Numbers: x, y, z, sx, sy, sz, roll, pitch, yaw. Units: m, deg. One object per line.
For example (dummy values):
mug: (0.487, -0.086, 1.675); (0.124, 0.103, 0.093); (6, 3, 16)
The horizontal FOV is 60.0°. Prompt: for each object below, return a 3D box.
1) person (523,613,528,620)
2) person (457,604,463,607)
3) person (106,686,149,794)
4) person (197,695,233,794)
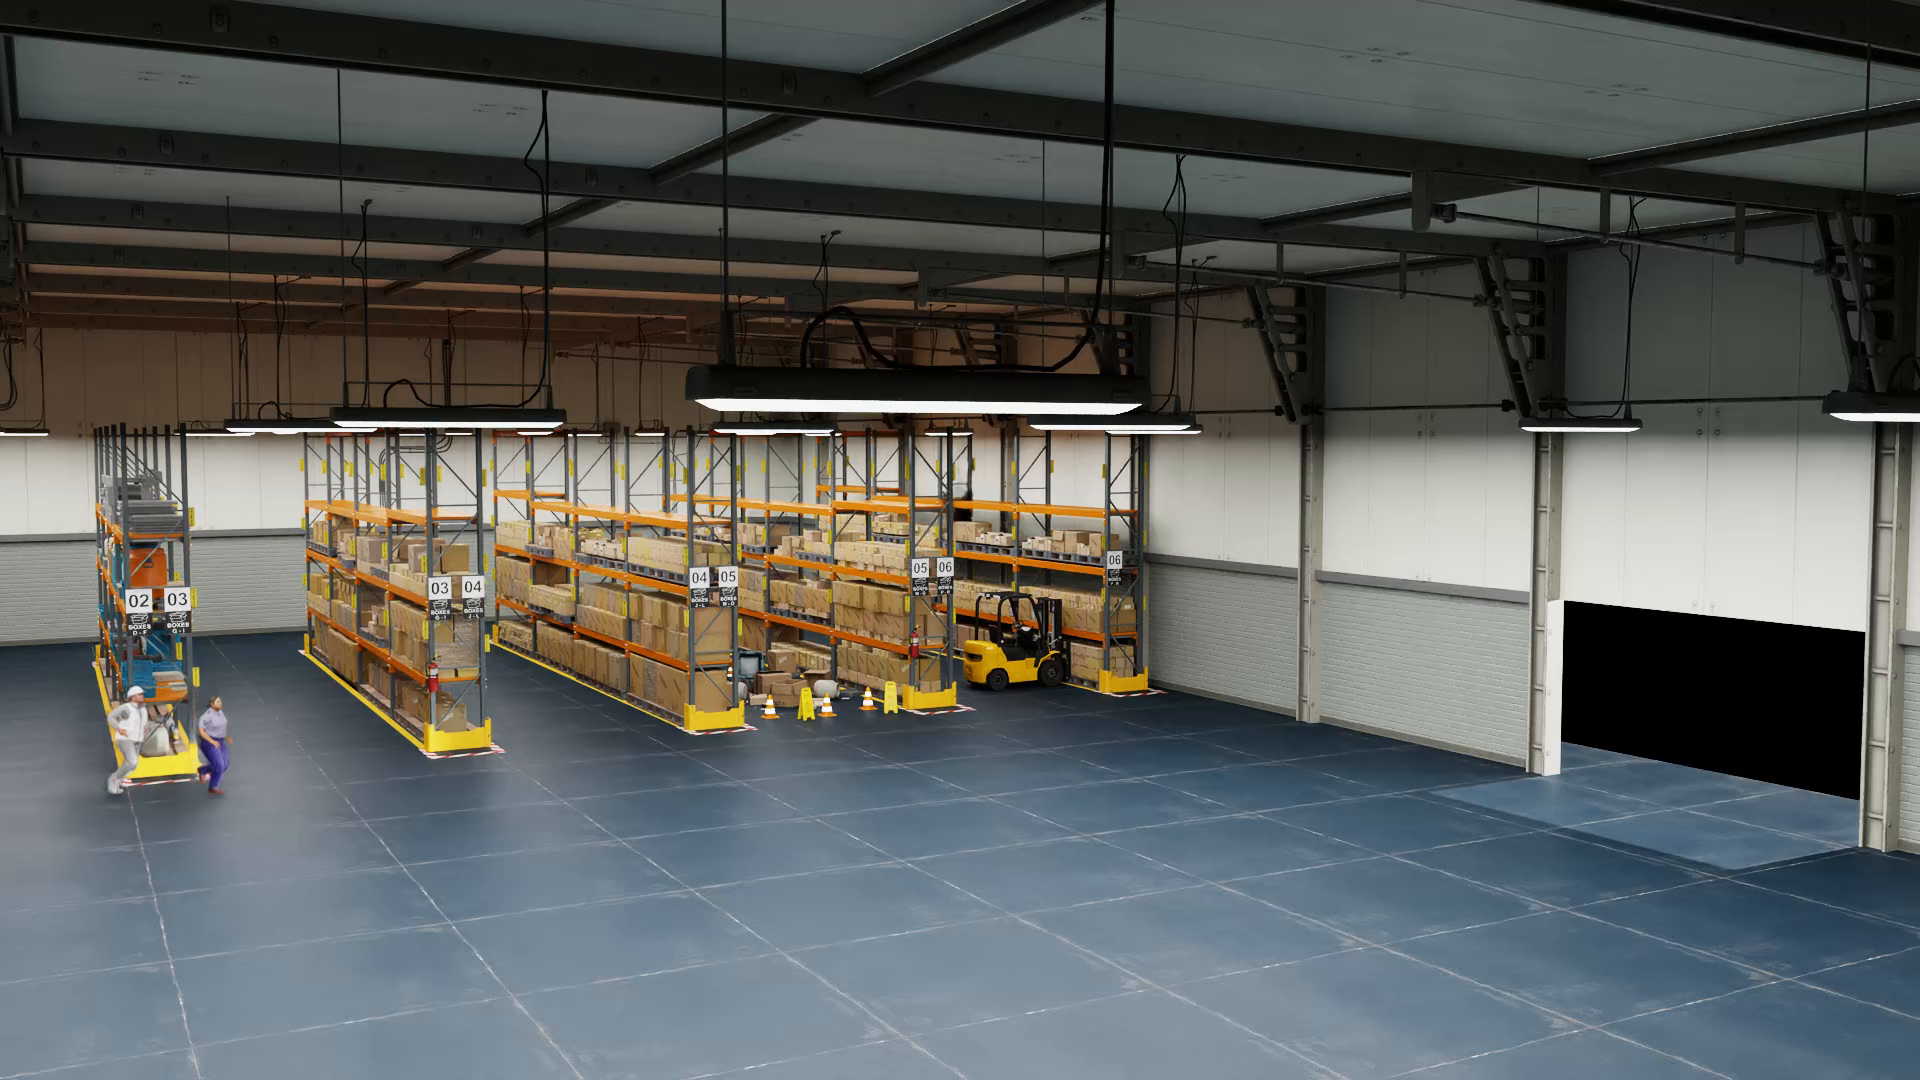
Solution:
person: (-12.671, 1.928, 48.607); (1.068, 1.676, 0.773); (1, 4, 20)
person: (-13.327, 2.140, 44.657); (0.691, 1.810, 0.845); (-2, 4, -27)
person: (-13.439, 3.226, 26.934); (0.586, 1.692, 0.714); (1, 4, 16)
person: (-12.132, 3.314, 26.902); (0.563, 1.589, 0.589); (0, 3, 7)
